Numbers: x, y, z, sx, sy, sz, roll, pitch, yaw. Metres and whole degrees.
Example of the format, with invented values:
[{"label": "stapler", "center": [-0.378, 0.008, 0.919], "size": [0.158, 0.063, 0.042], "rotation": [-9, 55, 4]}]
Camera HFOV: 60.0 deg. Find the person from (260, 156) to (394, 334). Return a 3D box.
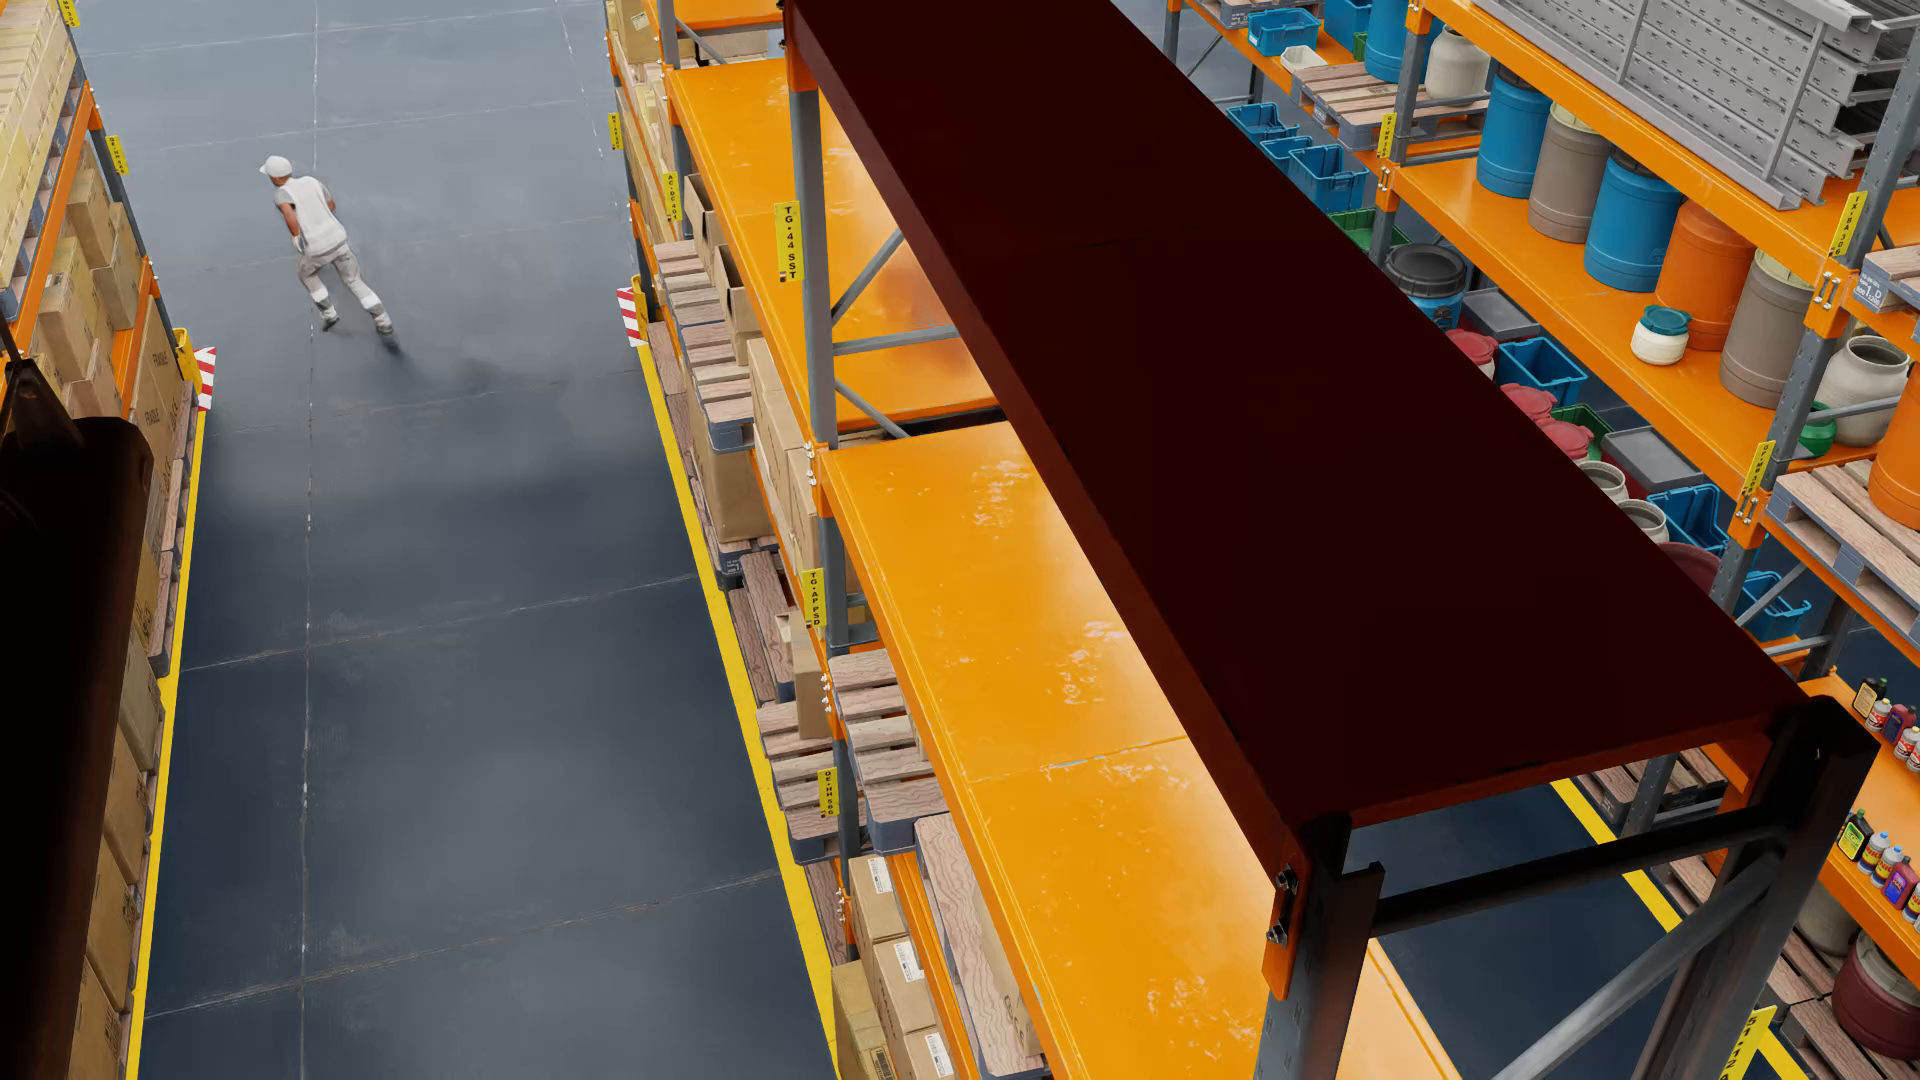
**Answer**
[{"label": "person", "center": [-5.587, -2.520, 14.702], "size": [1.021, 1.718, 0.707], "rotation": [16, 41, 19]}]
